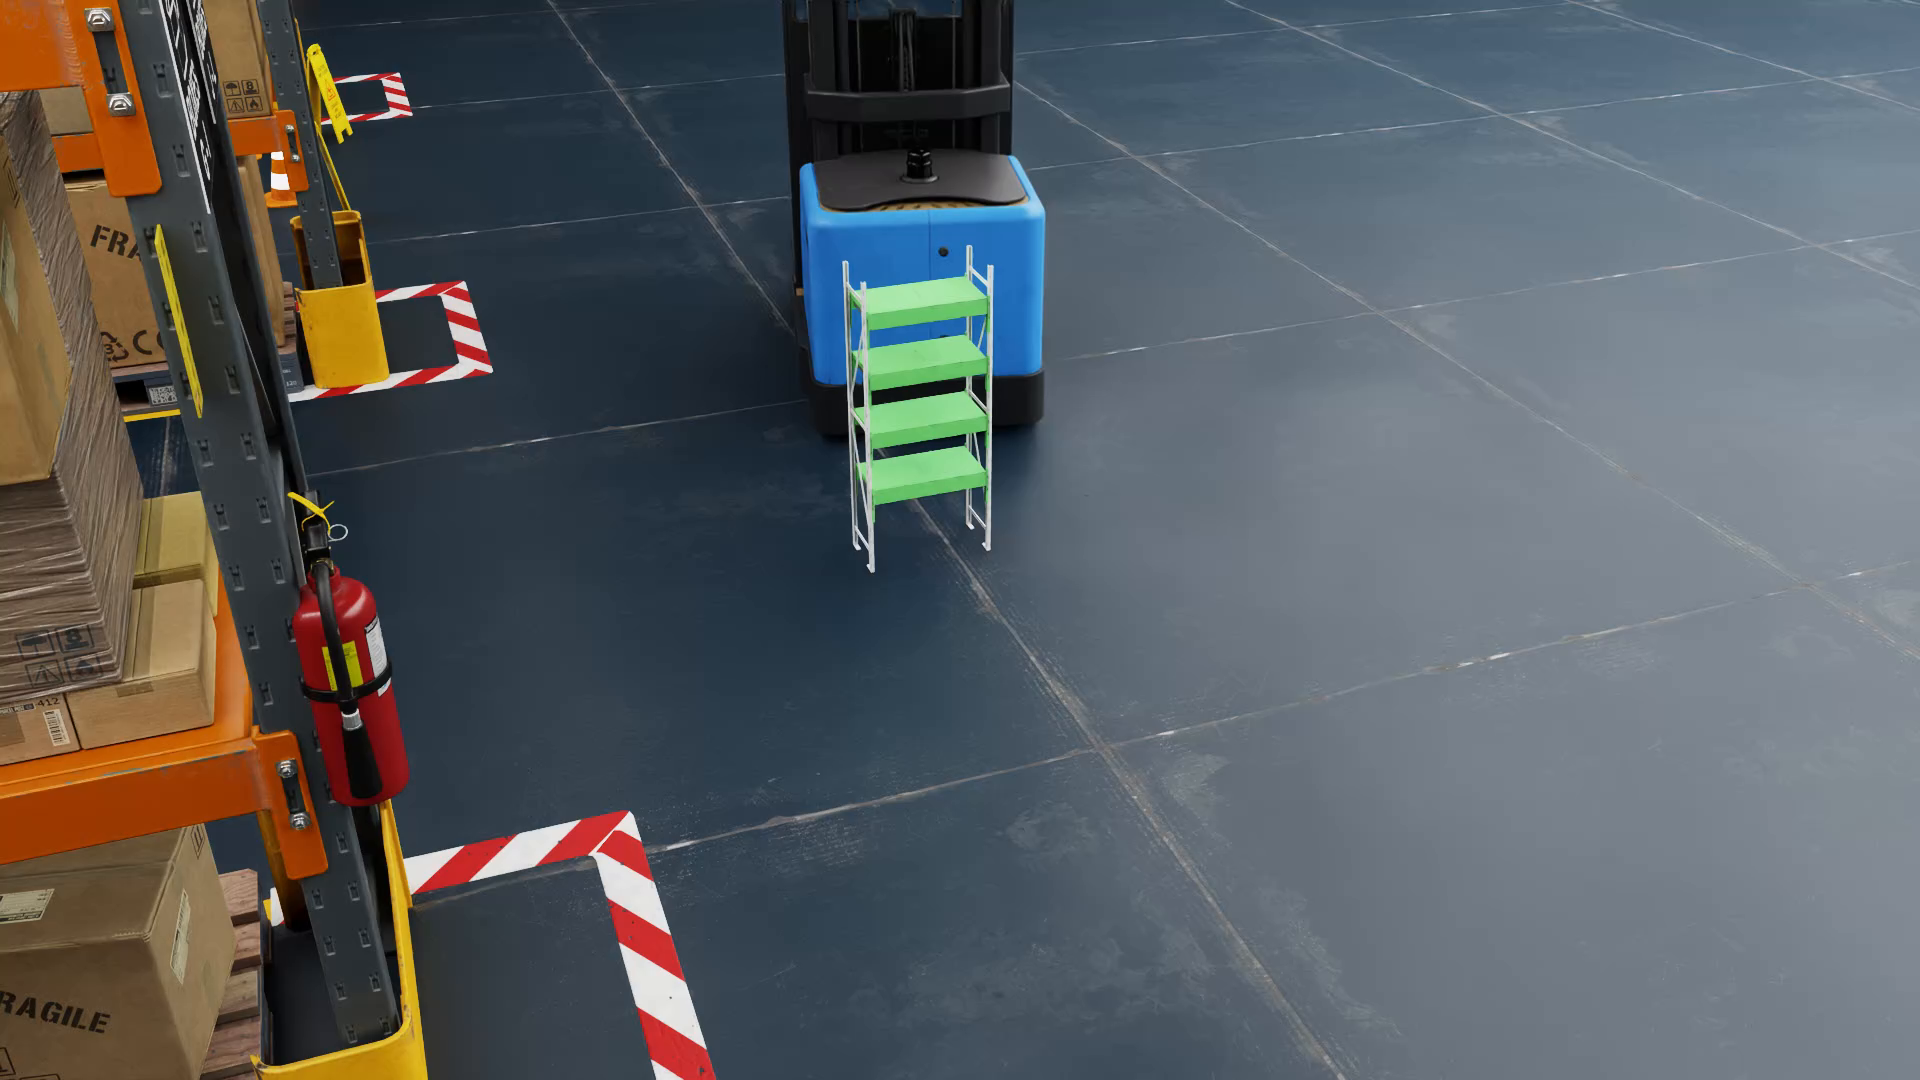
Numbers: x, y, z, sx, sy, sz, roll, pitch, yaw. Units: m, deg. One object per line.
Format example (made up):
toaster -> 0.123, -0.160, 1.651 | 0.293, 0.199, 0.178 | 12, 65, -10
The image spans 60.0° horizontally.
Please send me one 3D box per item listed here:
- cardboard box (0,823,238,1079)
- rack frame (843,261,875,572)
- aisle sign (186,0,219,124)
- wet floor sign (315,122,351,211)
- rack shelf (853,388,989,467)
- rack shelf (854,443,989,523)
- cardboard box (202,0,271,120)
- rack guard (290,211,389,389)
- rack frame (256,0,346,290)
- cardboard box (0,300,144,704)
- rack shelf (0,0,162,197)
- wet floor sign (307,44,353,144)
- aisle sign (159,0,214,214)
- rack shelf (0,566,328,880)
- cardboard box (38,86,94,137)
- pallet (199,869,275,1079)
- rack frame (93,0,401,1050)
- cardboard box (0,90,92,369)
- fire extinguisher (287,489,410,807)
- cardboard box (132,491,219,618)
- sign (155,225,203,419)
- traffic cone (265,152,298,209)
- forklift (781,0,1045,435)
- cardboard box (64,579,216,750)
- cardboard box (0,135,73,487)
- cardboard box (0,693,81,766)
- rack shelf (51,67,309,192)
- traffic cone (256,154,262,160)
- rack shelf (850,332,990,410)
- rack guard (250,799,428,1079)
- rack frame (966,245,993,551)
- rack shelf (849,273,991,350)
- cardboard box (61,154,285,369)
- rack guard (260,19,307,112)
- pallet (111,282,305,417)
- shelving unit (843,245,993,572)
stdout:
cardboard box -> -2.124, 1.005, 4.056 | 0.500, 0.500, 0.500 | -5, 30, -8
rack frame -> -0.384, -0.451, 6.329 | 0.015, 1.200, 0.240 | -10, 31, -18
aisle sign -> -1.579, -1.278, 3.336 | 0.004, 0.787, 0.394 | -10, 31, -18
wet floor sign -> -3.831, -2.218, 9.991 | 0.232, 0.644, 0.267 | -16, 33, -26
rack shelf -> -0.155, -0.437, 6.434 | 0.480, 0.148, 0.258 | -10, 31, -18
rack shelf -> -0.155, -0.229, 6.553 | 0.480, 0.148, 0.258 | -10, 31, -18
cardboard box -> -3.499, -2.297, 7.600 | 0.550, 0.550, 0.875 | -10, 31, -18
rack guard -> -3.145, -1.235, 8.413 | 0.348, 0.500, 1.175 | -10, 31, -18
rack frame -> -3.167, -2.317, 7.787 | 0.127, 3.000, 1.000 | -10, 31, -18
cardboard box -> -2.058, -0.089, 3.474 | 0.500, 0.500, 0.875 | -10, 31, -18
rack shelf -> -3.407, -0.644, 2.546 | 4.000, 0.370, 1.077 | -10, 31, -18
wet floor sign -> -4.437, -3.109, 11.556 | 0.232, 0.644, 0.267 | 0, 30, 0
aisle sign -> -1.370, -0.999, 2.848 | 0.004, 0.787, 0.394 | -10, 31, -18
rack shelf -> -3.407, 0.660, 3.289 | 4.000, 0.370, 1.077 | -10, 31, -18
cardboard box -> -4.007, -2.192, 7.416 | 0.550, 0.550, 0.875 | -10, 31, -18
pallet -> -2.378, 1.350, 4.167 | 1.213, 0.211, 1.003 | -10, 31, -18
rack frame -> -1.533, 0.002, 3.717 | 0.127, 3.000, 1.000 | -10, 31, -18
cardboard box -> -2.143, -0.637, 3.426 | 0.500, 0.500, 0.500 | -10, 31, -18
fire extinguisher -> -1.265, 0.229, 3.395 | 0.183, 0.674, 0.296 | -10, 31, -18
cardboard box -> -1.883, 0.049, 3.887 | 0.250, 0.149, 0.380 | -10, 31, -18
sign -> -1.358, -0.378, 2.894 | 0.005, 0.325, 0.100 | -10, 31, -18
traffic cone -> -4.236, -2.365, 10.433 | 0.334, 0.463, 0.336 | -10, 31, -18
forklift -> -0.323, -2.449, 8.088 | 1.130, 2.935, 3.031 | -4, 30, -7
cardboard box -> -1.728, 0.256, 3.525 | 0.250, 0.149, 0.380 | -10, 31, -18
cardboard box -> -1.962, -0.396, 3.003 | 0.500, 0.500, 0.500 | -10, 31, -18
cardboard box -> -1.962, 0.299, 3.449 | 0.250, 0.149, 0.380 | -10, 31, -18
rack shelf -> -5.042, -1.659, 7.359 | 4.000, 0.370, 1.077 | -10, 31, -18
traffic cone -> -4.941, -2.821, 11.234 | 0.334, 0.463, 0.336 | -10, 31, -18
rack shelf -> -0.155, -0.646, 6.316 | 0.480, 0.148, 0.258 | -10, 31, -18
rack guard -> -1.604, 1.101, 4.313 | 0.348, 0.500, 1.175 | -10, 31, -18
rack frame -> 0.074, -0.535, 6.477 | 0.015, 1.200, 0.240 | -10, 31, -18
rack shelf -> -0.155, -0.854, 6.197 | 0.480, 0.148, 0.258 | -10, 31, -18
cardboard box -> -3.780, -1.428, 7.949 | 0.875, 0.875, 0.875 | -10, 31, -17
rack guard -> -5.059, -3.497, 12.383 | 0.348, 0.500, 1.175 | -10, 31, -18
pallet -> -3.890, -0.931, 8.171 | 1.213, 0.211, 1.003 | -10, 31, -18
shelving unit -> -0.155, -0.493, 6.403 | 0.503, 1.200, 0.258 | -10, 31, -18
